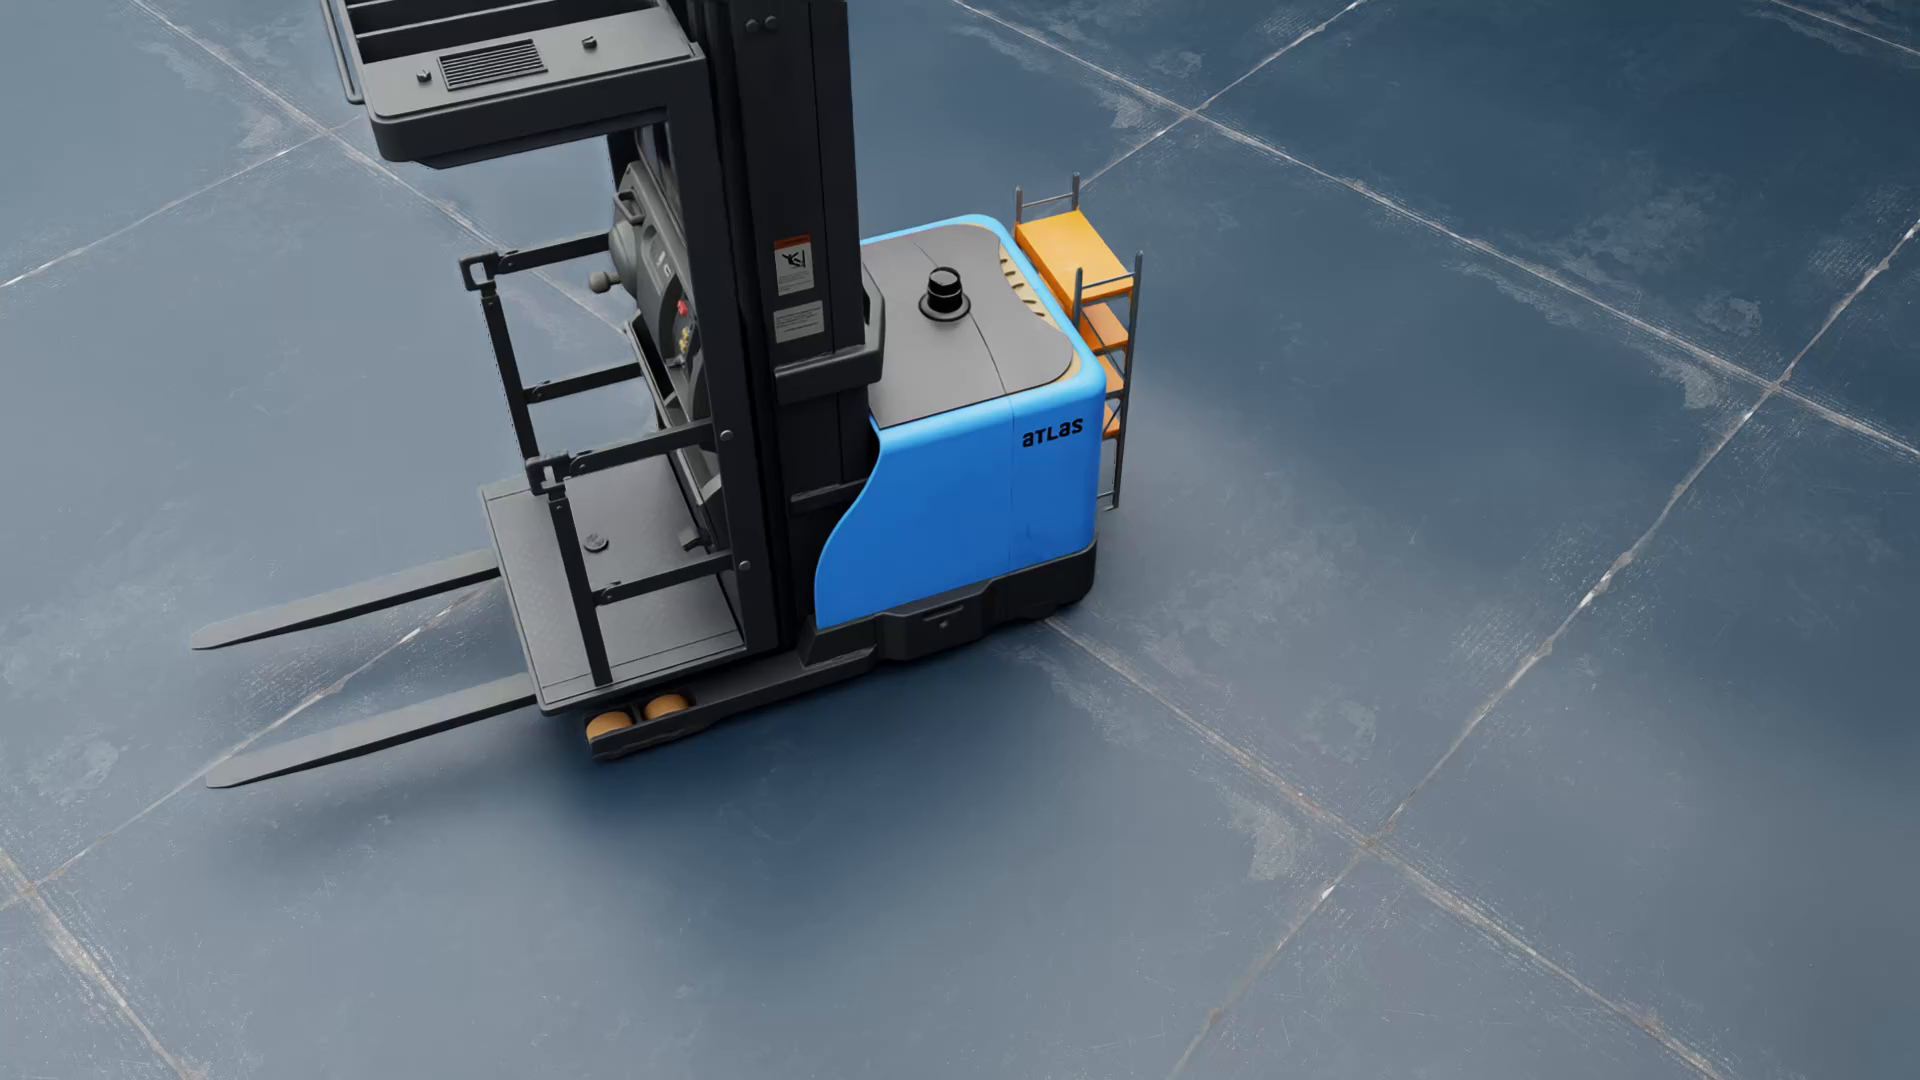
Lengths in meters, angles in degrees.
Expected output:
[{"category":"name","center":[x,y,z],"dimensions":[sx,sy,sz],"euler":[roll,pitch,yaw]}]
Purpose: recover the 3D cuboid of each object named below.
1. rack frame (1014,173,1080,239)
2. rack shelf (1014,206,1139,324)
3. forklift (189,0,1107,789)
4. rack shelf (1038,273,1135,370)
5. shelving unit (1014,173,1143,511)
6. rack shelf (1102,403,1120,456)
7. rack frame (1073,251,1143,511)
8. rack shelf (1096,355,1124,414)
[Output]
[{"category":"rack frame","center":[0.305,-0.835,6.211],"dimensions":[0.240,1.200,0.015],"euler":[-17,49,-15]},{"category":"rack shelf","center":[0.399,-0.940,5.770],"dimensions":[0.258,0.148,0.480],"euler":[-17,49,-15]},{"category":"forklift","center":[-1.084,-0.711,4.907],"dimensions":[3.031,2.935,1.130],"euler":[-16,49,-15]},{"category":"rack shelf","center":[0.399,-0.778,5.943],"dimensions":[0.258,0.148,0.480],"euler":[-17,49,-15]},{"category":"shelving unit","center":[0.399,-0.671,6.057],"dimensions":[0.258,1.200,0.503],"euler":[-17,49,-15]},{"category":"rack shelf","center":[0.399,-0.489,6.251],"dimensions":[0.258,0.148,0.480],"euler":[-17,49,-15]},{"category":"rack frame","center":[0.492,-0.507,5.903],"dimensions":[0.240,1.200,0.015],"euler":[-17,49,-15]},{"category":"rack shelf","center":[0.399,-0.625,6.106],"dimensions":[0.258,0.148,0.480],"euler":[-17,49,-15]}]
